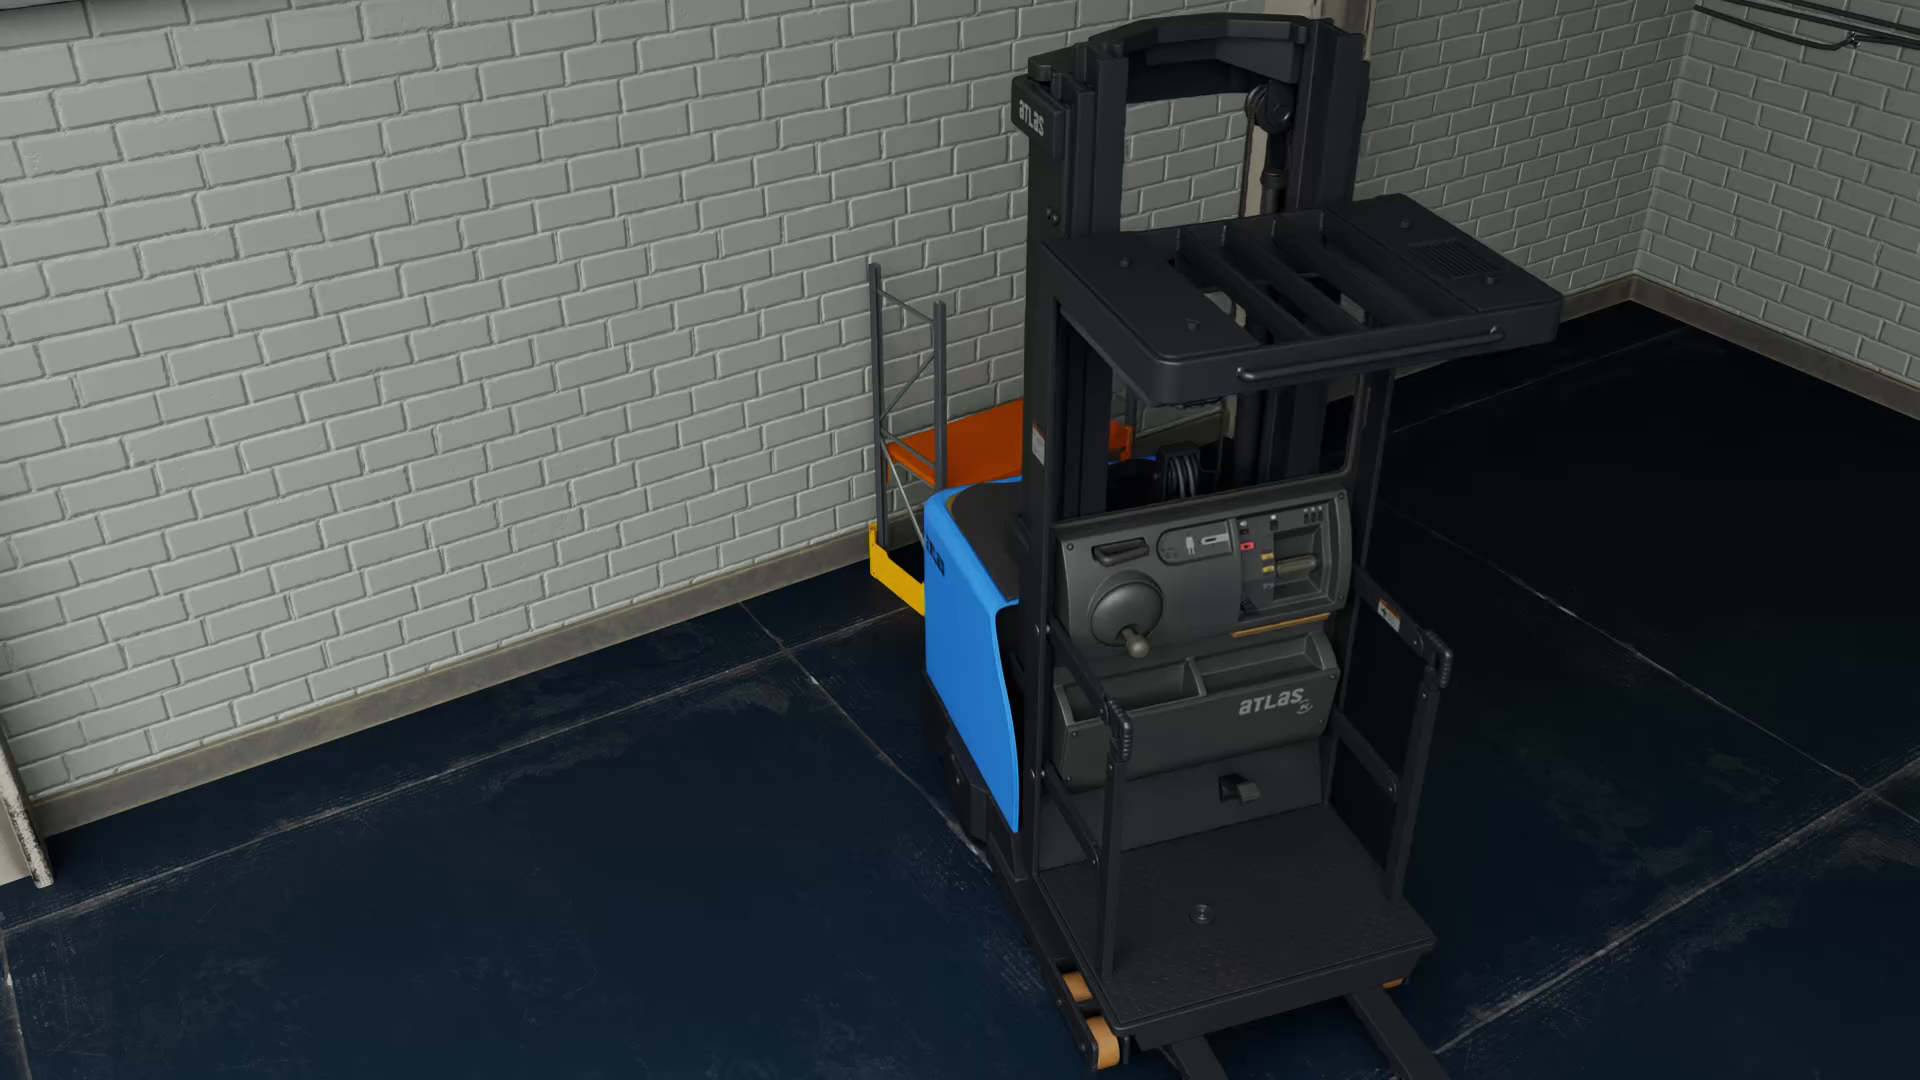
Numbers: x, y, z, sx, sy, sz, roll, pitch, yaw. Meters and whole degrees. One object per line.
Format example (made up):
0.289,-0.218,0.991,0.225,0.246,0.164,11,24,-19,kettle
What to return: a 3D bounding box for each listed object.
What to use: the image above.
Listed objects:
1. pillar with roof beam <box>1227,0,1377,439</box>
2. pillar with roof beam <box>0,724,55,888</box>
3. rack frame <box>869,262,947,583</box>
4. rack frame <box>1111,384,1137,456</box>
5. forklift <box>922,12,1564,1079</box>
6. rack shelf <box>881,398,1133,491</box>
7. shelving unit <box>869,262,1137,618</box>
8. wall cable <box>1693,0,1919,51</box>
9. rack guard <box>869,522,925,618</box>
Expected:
3.948,-2.418,3.148,0.400,9.000,9.100,-19,37,-27,pillar with roof beam
-1.095,-0.683,0.399,0.400,9.000,9.100,-19,37,-27,pillar with roof beam
-0.210,-0.374,6.938,0.032,1.500,0.500,-21,38,-30,rack frame
0.615,-0.691,7.439,0.032,1.500,0.500,-21,38,-30,rack frame
0.811,0.152,4.762,1.130,2.935,3.031,-10,34,-16,forklift
0.202,-0.380,7.285,1.000,0.185,0.538,-21,38,-30,rack shelf
0.195,-0.530,7.184,1.083,1.500,0.587,-21,38,-30,shelving unit
4.808,-3.294,7.447,0.112,2.526,3.097,-19,37,-27,wall cable
-0.209,0.154,7.272,0.087,0.250,0.587,-21,38,-30,rack guard
